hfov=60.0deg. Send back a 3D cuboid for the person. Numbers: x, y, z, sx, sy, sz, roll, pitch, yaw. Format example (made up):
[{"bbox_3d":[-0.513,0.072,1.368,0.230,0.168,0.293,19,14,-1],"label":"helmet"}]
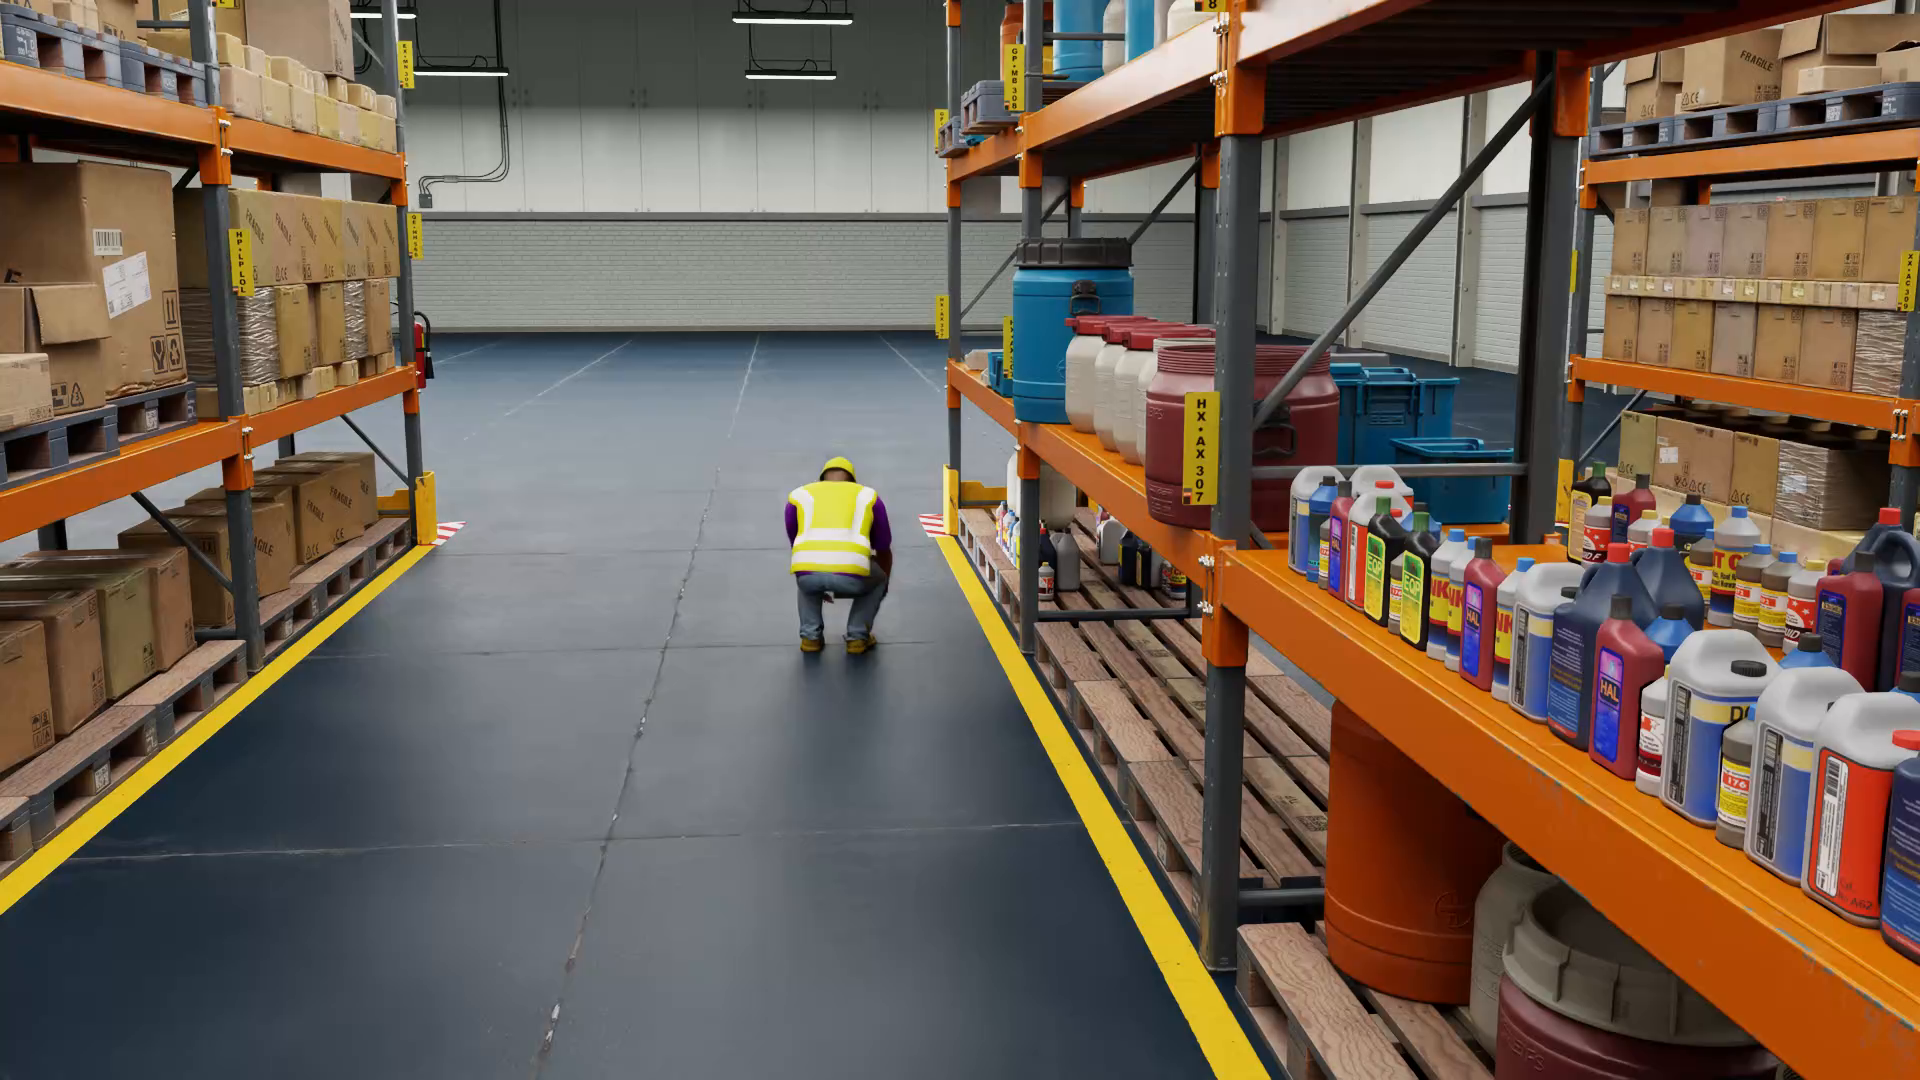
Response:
[{"bbox_3d":[-0.691,0.074,9.151,0.578,1.001,0.919,1,10,8],"label":"person"}]
